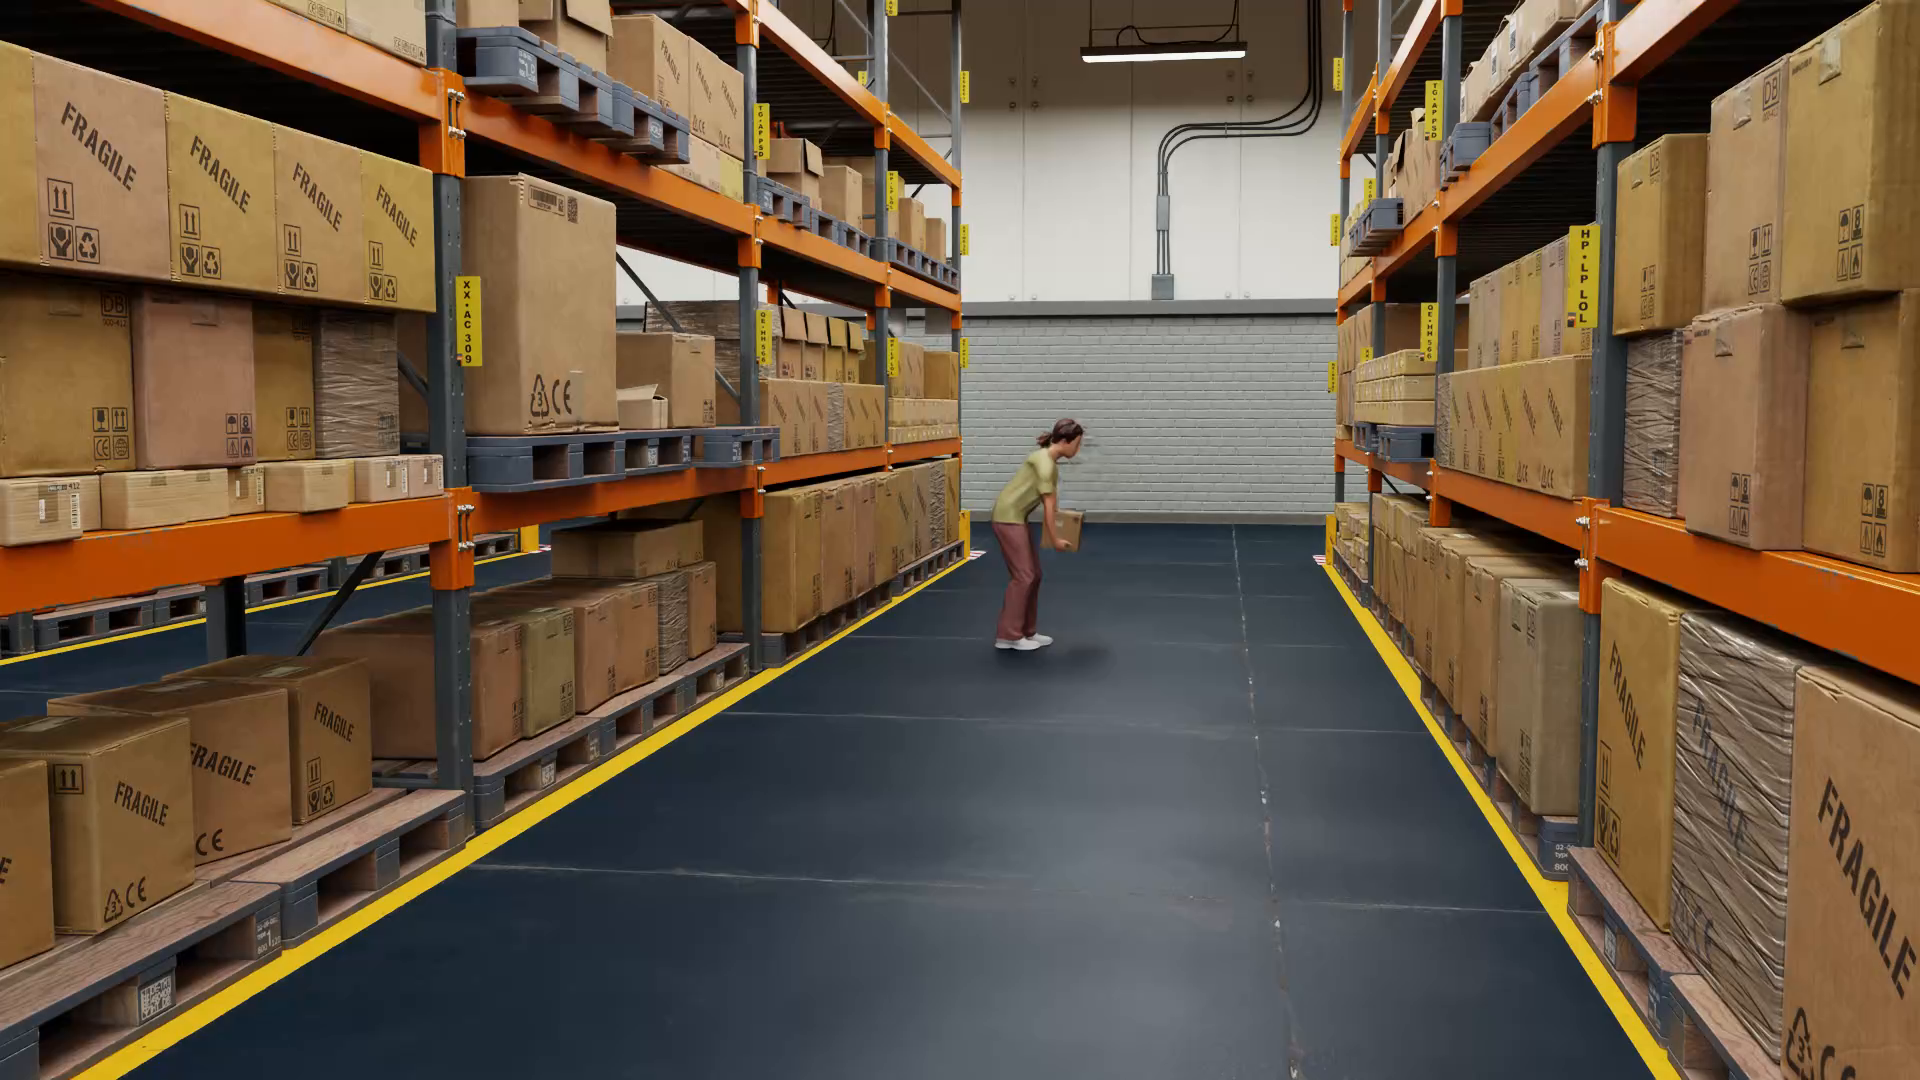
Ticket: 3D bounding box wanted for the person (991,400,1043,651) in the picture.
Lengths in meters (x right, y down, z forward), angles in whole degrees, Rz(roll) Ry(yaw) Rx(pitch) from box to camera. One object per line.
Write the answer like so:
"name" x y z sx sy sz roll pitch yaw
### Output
"person" 0.418 -0.109 11.234 0.417 1.671 0.515 0 5 5
